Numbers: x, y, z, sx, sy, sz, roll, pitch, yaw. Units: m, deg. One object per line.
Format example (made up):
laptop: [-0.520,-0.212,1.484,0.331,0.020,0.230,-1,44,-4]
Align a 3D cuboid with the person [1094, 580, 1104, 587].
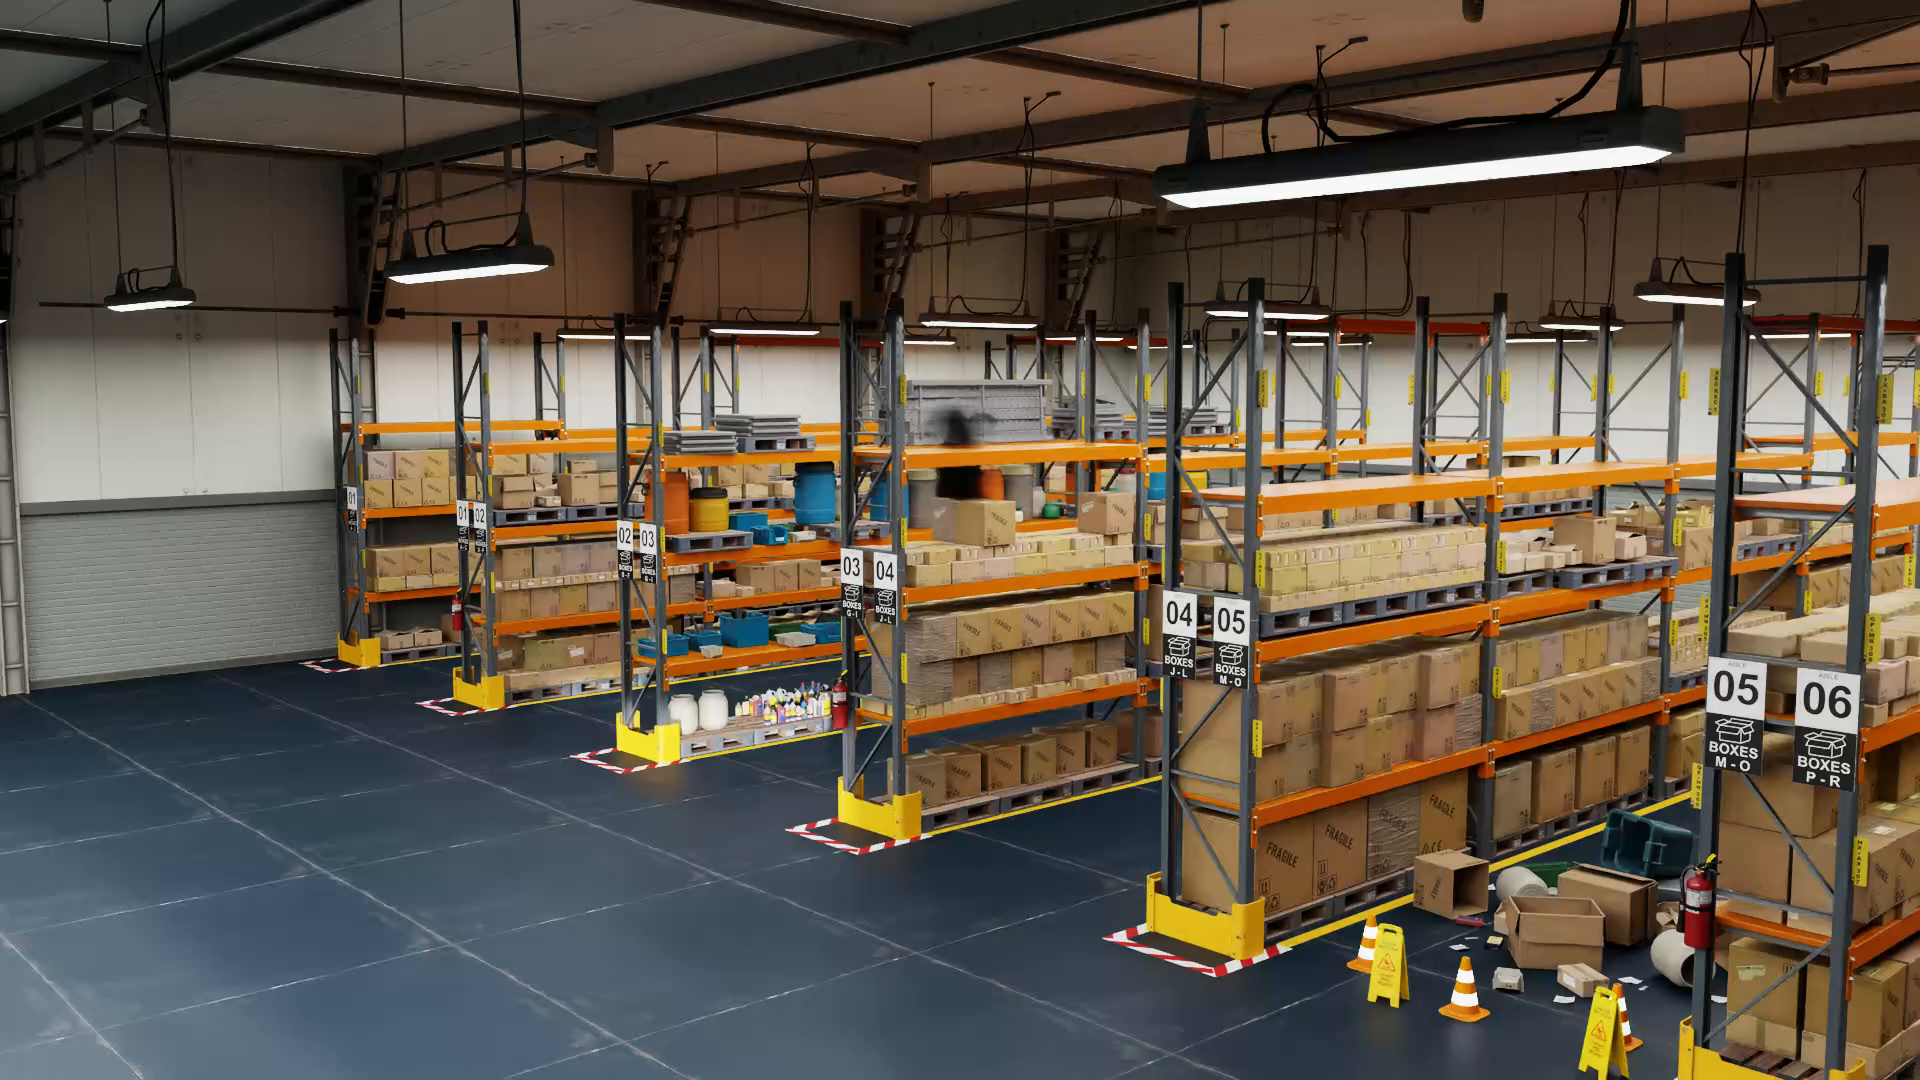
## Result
person: [2.757,1.135,32.672,0.587,1.642,0.789,5,7,39]
